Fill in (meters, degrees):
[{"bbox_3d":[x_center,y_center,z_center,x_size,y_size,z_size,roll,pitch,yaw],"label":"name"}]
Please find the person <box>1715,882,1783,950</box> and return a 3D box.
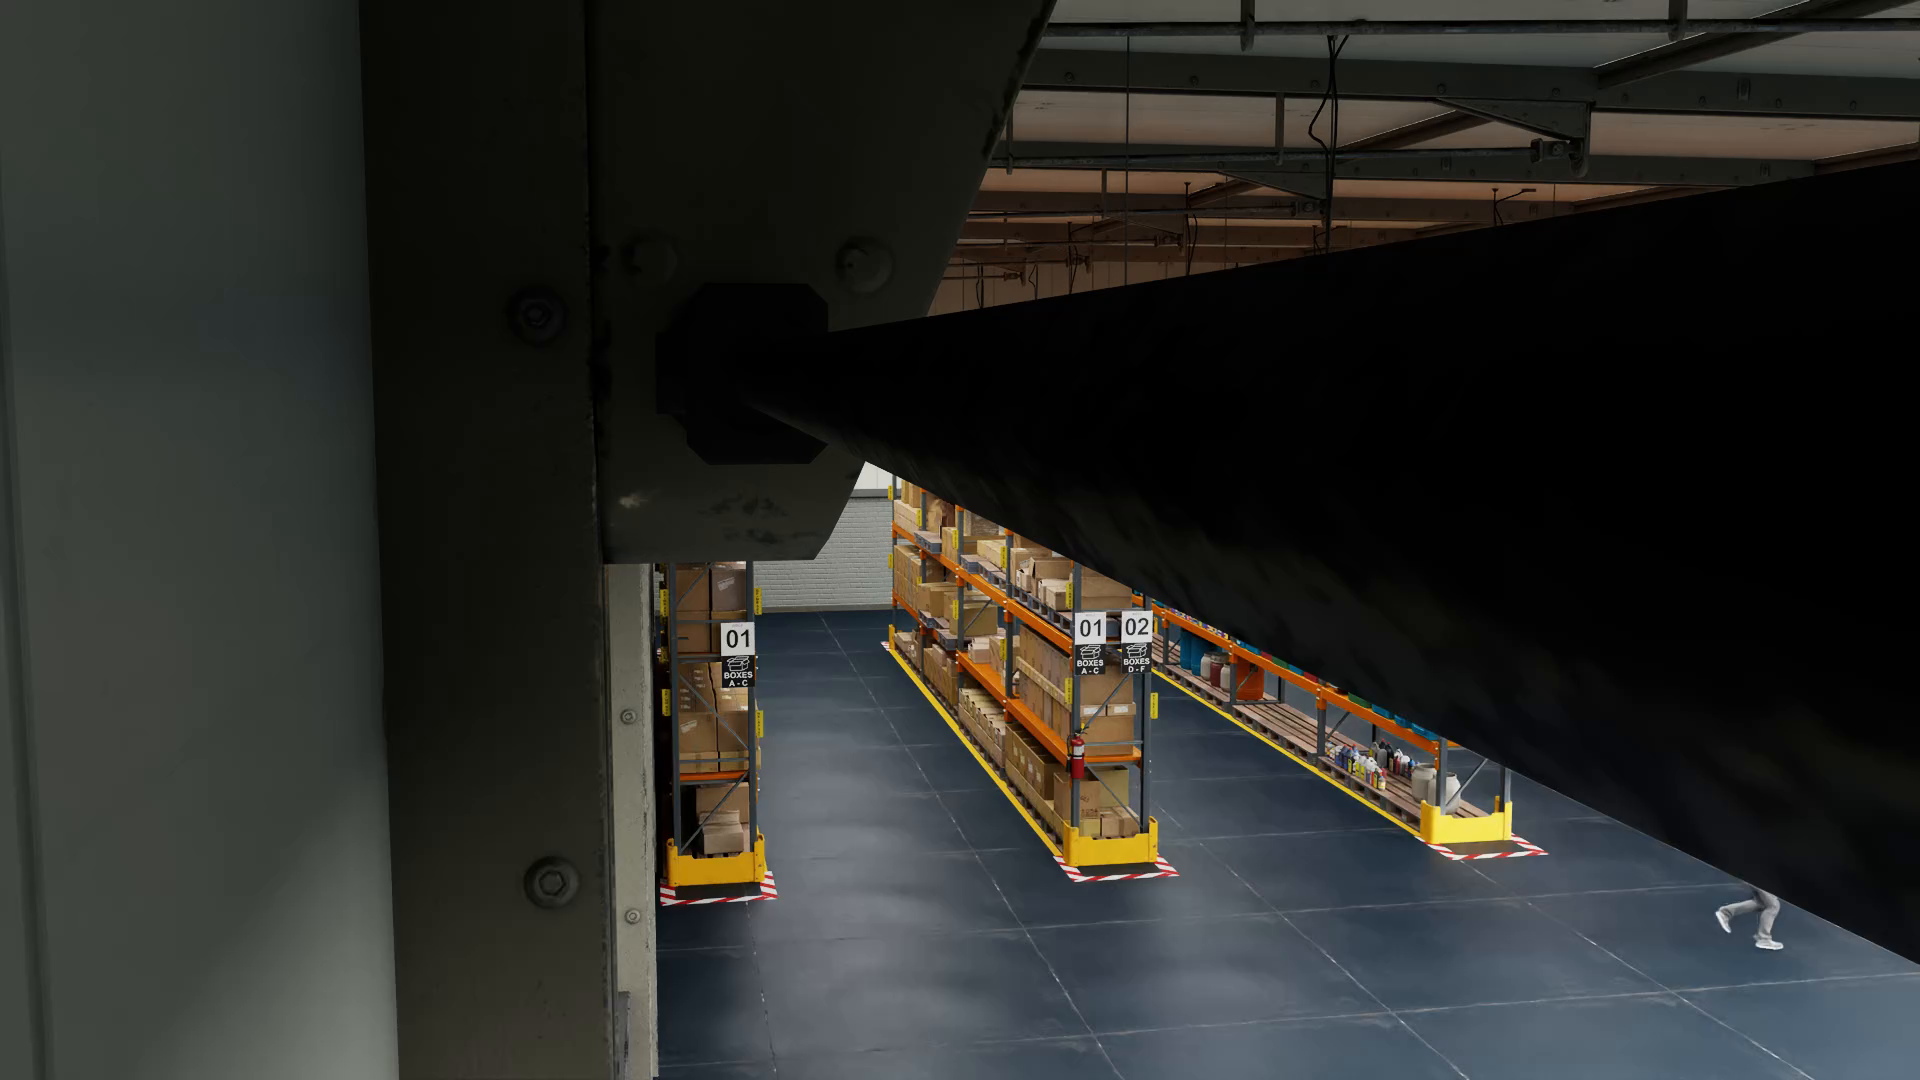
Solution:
[{"bbox_3d":[8.532,3.626,17.899,0.680,1.553,0.542,2,6,15],"label":"person"}]
